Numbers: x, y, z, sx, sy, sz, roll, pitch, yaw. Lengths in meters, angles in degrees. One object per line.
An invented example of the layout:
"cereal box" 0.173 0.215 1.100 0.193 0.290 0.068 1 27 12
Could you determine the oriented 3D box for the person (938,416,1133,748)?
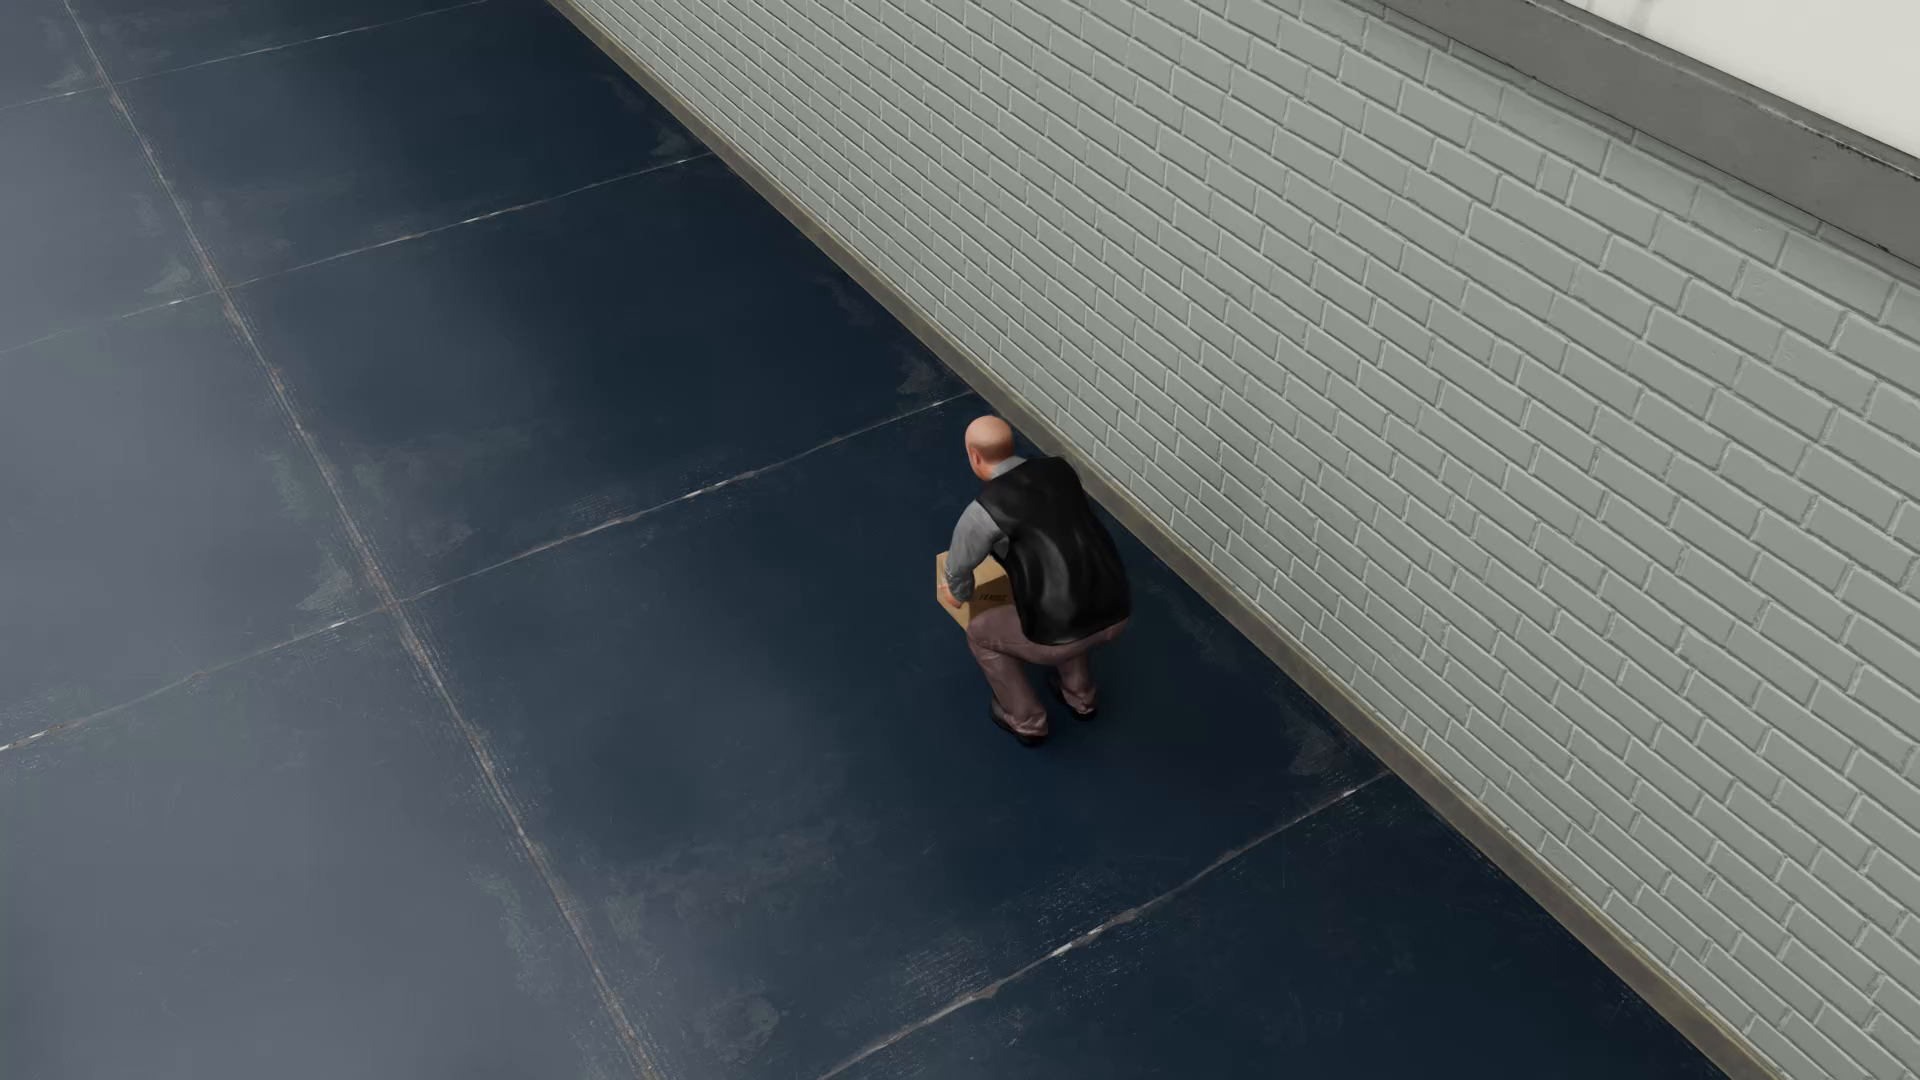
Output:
"person" 0.270 0.195 6.306 0.586 1.261 0.779 -22 45 -24
